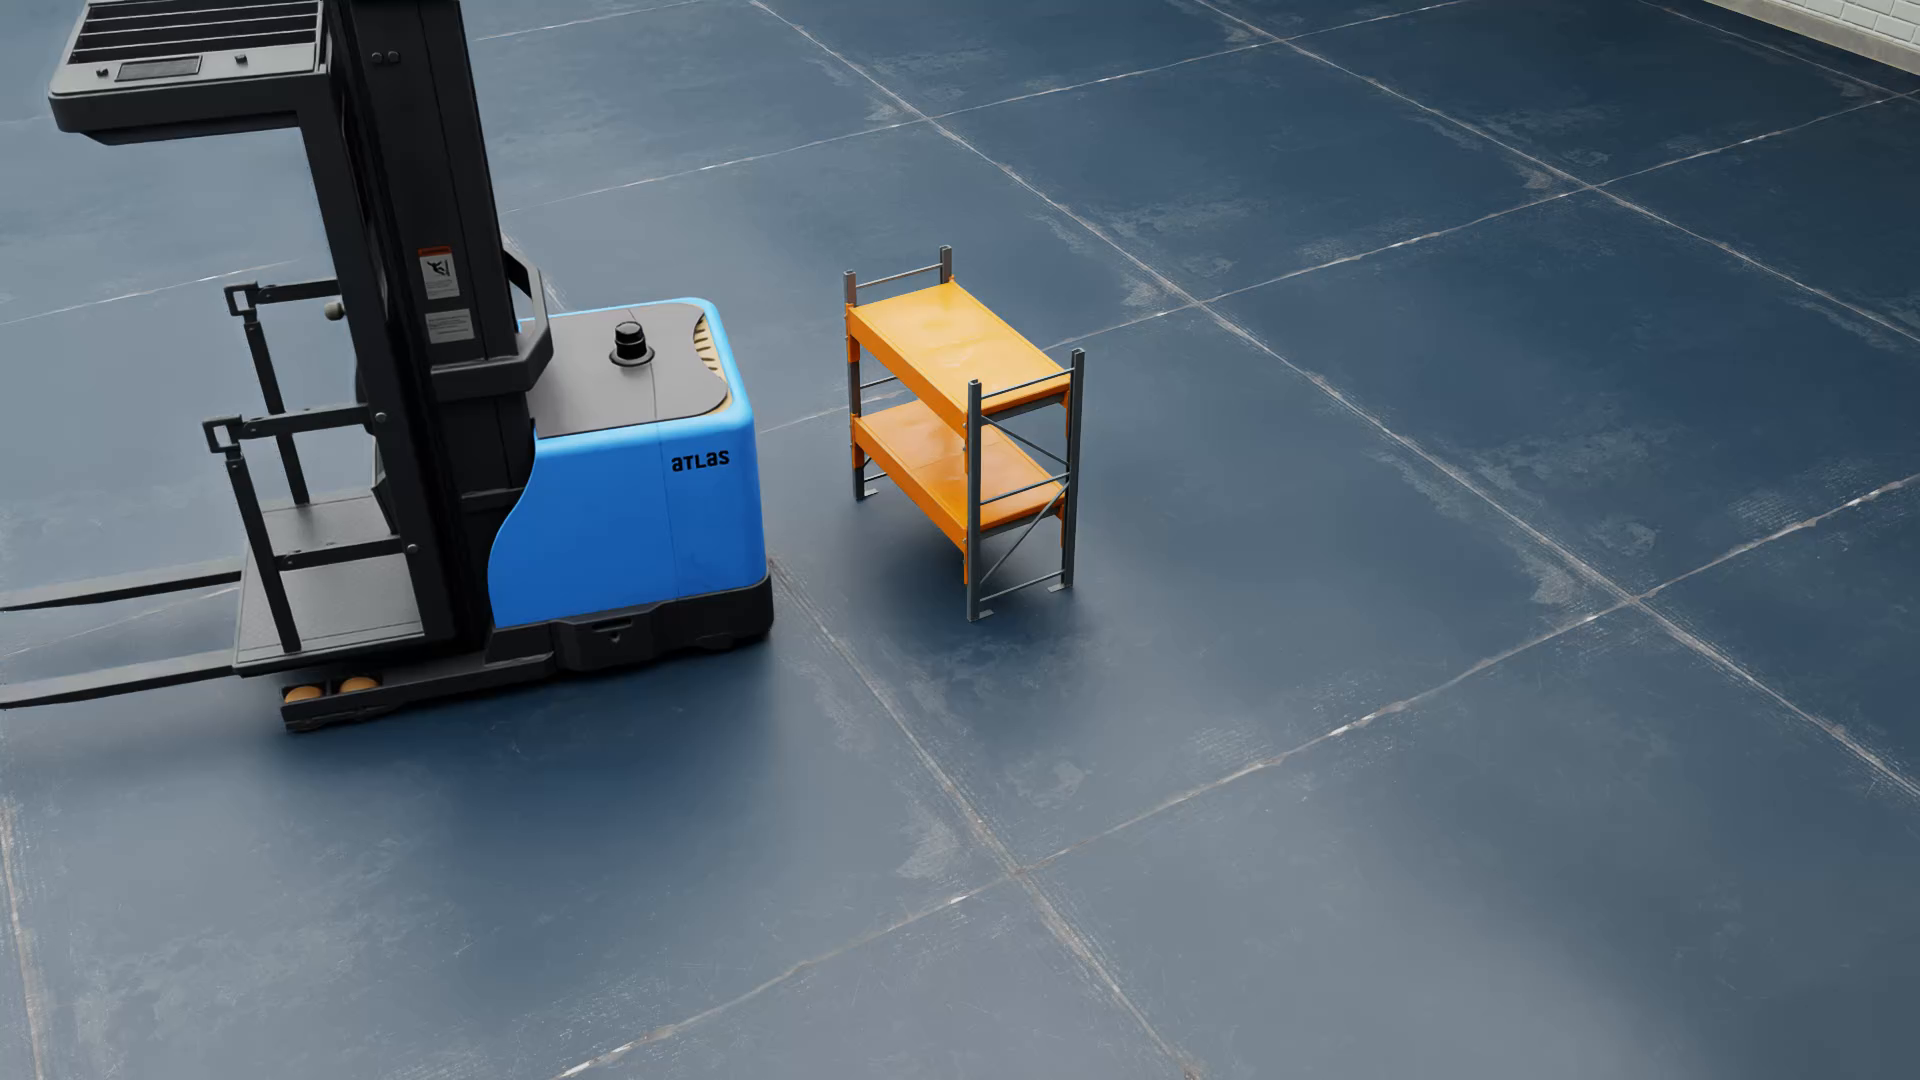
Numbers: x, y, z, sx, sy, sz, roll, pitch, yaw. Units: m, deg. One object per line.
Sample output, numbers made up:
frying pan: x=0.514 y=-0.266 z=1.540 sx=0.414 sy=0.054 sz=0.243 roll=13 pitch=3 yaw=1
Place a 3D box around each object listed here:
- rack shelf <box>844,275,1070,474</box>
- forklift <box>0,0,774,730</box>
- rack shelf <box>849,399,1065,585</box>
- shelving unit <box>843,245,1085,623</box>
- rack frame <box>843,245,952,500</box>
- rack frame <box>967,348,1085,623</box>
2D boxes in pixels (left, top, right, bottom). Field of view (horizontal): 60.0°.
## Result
rack shelf: x=-0.003 y=-0.694 z=6.750 sx=0.538 sy=0.278 sz=1.000 roll=-19 pitch=40 yaw=-24
forklift: x=-2.323 y=-0.815 z=5.881 sx=3.031 sy=2.935 sz=1.130 roll=-9 pitch=37 yaw=-13
rack shelf: x=-0.003 y=-0.260 z=7.067 sx=0.538 sy=0.278 sz=1.000 roll=-19 pitch=40 yaw=-24
shelving unit: x=-0.003 y=-0.458 z=6.923 sx=0.538 sy=1.125 sz=1.048 roll=-19 pitch=40 yaw=-24
rack frame: x=-0.259 y=-0.717 z=7.278 sx=0.500 sy=1.125 sz=0.032 roll=-19 pitch=40 yaw=-24
rack frame: x=0.252 y=-0.198 z=6.568 sx=0.500 sy=1.125 sz=0.032 roll=-19 pitch=40 yaw=-24
